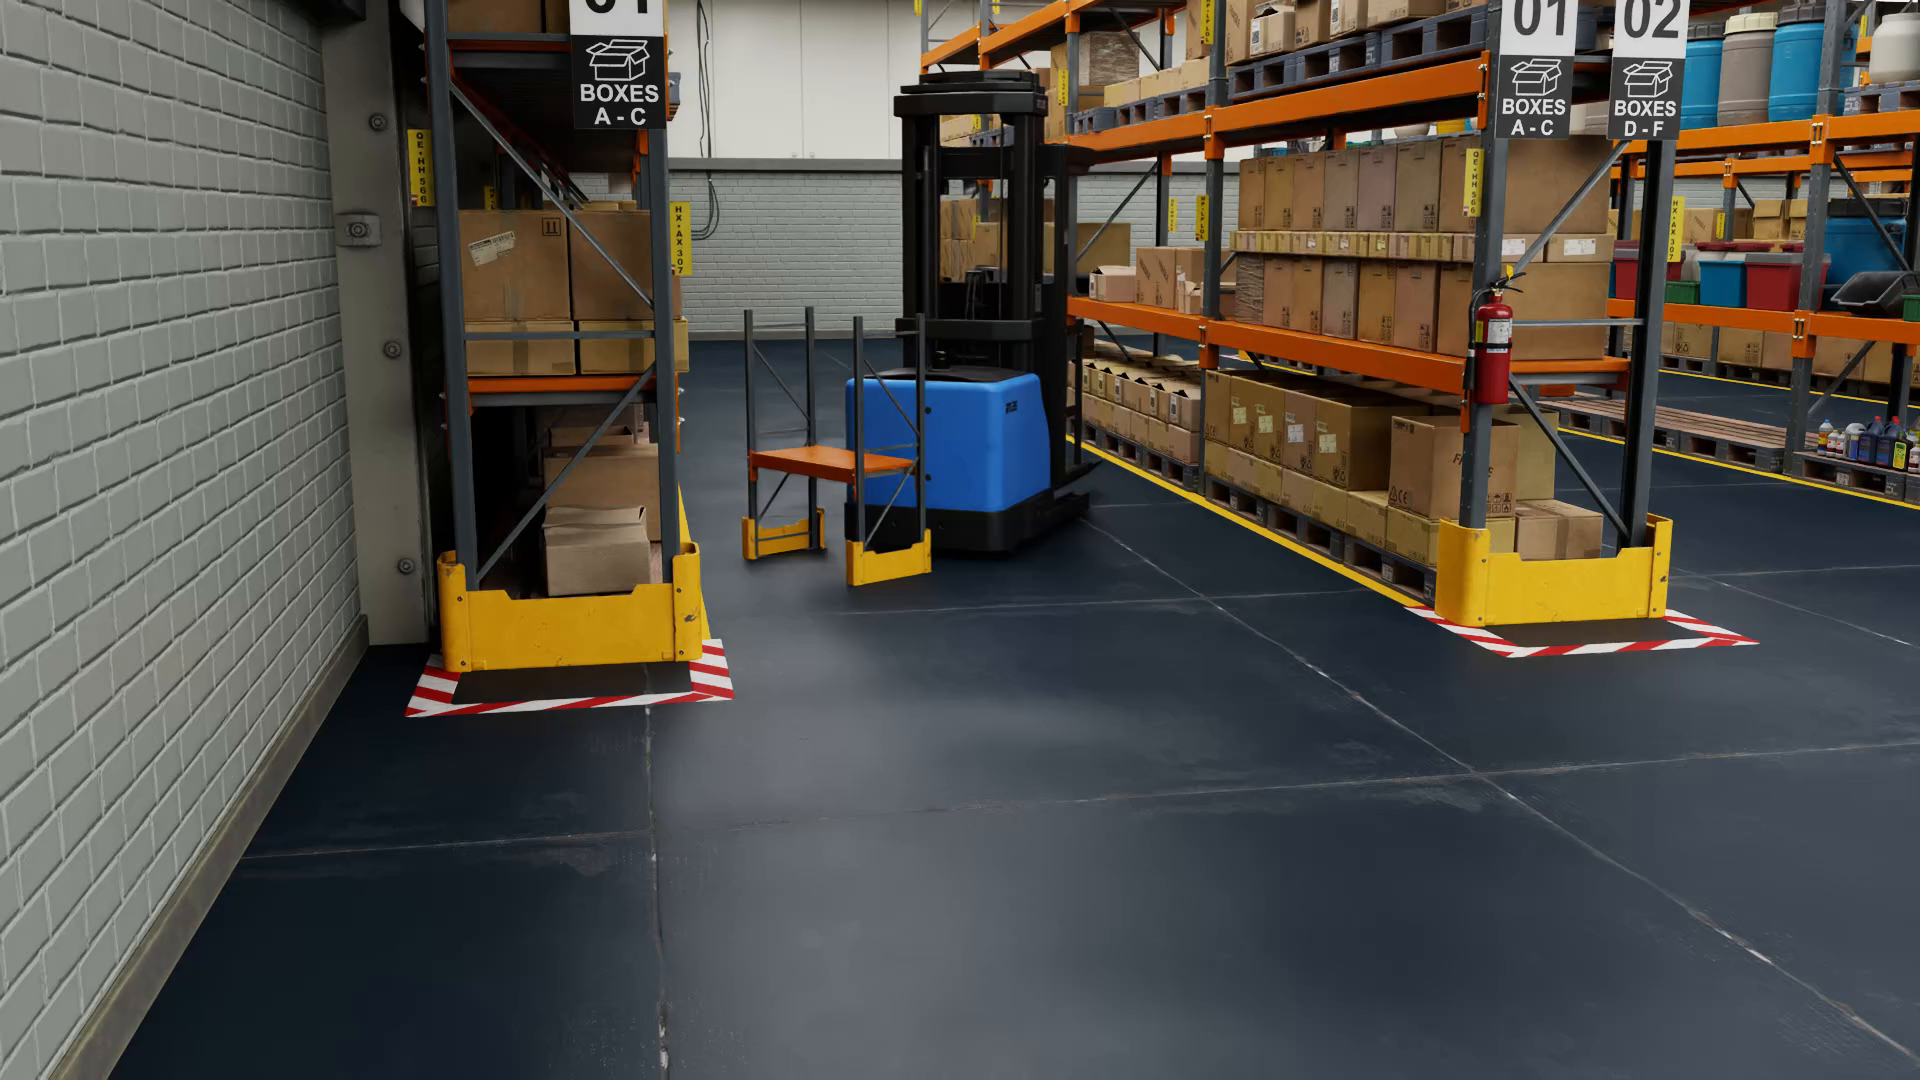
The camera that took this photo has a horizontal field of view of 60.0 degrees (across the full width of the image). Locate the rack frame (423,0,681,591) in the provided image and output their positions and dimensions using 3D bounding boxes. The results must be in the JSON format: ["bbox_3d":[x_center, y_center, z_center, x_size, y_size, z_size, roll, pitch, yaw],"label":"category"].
[{"bbox_3d":[-1.792,-0.910,7.455,1.000,3.000,0.127,-2,11,-11],"label":"rack frame"}]

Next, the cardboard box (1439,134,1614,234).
[{"bbox_3d":[2.978,-1.873,8.778,0.700,0.500,0.500,-2,11,-11],"label":"cardboard box"}]

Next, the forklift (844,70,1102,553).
[{"bbox_3d":[0.261,-1.593,11.225,1.130,2.935,3.031,4,11,19],"label":"forklift"}]

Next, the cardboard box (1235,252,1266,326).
[{"bbox_3d":[2.381,-1.792,11.824,0.700,0.500,0.500,-2,11,-12],"label":"cardboard box"}]

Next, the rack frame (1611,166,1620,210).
[{"bbox_3d":[9.672,-4.385,25.712,1.000,3.000,0.127,-2,11,-11],"label":"rack frame"}]

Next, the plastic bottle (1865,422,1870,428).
[{"bbox_3d":[6.974,-0.757,12.739,0.061,0.283,0.133,-2,11,-11],"label":"plastic bottle"}]

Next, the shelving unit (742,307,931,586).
[{"bbox_3d":[-0.745,-0.588,9.772,0.587,1.500,1.083,-10,15,-42],"label":"shelving unit"}]

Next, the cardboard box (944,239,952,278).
[{"bbox_3d":[0.078,-3.705,21.873,0.500,0.500,0.500,-2,11,-10],"label":"cardboard box"}]

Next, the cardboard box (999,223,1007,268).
[{"bbox_3d":[0.801,-3.328,18.770,0.700,0.500,0.500,0,11,-2],"label":"cardboard box"}]

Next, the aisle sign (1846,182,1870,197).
[{"bbox_3d":[14.249,-5.826,26.332,0.394,0.787,0.004,-2,11,-11],"label":"aisle sign"}]

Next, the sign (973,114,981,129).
[{"bbox_3d":[0.202,-4.998,19.529,0.100,0.325,0.005,-2,11,-11],"label":"sign"}]

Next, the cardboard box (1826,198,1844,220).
[{"bbox_3d":[10.841,-3.837,19.881,0.797,0.503,0.637,-2,11,-9],"label":"cardboard box"}]

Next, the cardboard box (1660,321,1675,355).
[{"bbox_3d":[10.226,-3.103,23.536,0.875,0.875,0.875,-2,11,-11],"label":"cardboard box"}]

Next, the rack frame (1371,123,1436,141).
[{"bbox_3d":[5.592,-6.418,20.350,1.000,3.000,0.127,-2,11,-11],"label":"rack frame"}]

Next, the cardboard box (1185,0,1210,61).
[{"bbox_3d":[2.074,-4.017,13.030,0.500,0.500,0.500,-1,11,-6],"label":"cardboard box"}]

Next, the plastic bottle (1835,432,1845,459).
[{"bbox_3d":[6.820,-0.734,12.836,0.097,0.201,0.097,0,11,0],"label":"plastic bottle"}]

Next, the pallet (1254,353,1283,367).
[{"bbox_3d":[4.936,-2.682,24.224,1.003,0.211,1.213,-2,11,-11],"label":"pallet"}]

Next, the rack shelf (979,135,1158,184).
[{"bbox_3d":[1.122,-4.045,17.828,1.077,0.370,4.000,-2,11,-11],"label":"rack shelf"}]

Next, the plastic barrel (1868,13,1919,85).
[{"bbox_3d":[7.039,-3.653,12.420,0.421,0.512,0.421,0,11,0],"label":"plastic barrel"}]

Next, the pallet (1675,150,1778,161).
[{"bbox_3d":[10.302,-5.232,22.376,1.003,0.211,1.213,-2,11,-11],"label":"pallet"}]

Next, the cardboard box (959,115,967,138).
[{"bbox_3d":[0.278,-5.108,20.554,0.500,0.250,0.500,-2,11,-11],"label":"cardboard box"}]

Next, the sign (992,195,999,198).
[{"bbox_3d":[0.503,-4.766,23.772,0.100,0.325,0.005,-2,11,-11],"label":"sign"}]

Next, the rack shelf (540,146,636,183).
[{"bbox_3d":[-3.737,-3.864,16.878,1.077,0.370,4.000,-2,11,-11],"label":"rack shelf"}]

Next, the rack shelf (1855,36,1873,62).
[{"bbox_3d":[10.839,-5.682,19.474,1.077,0.370,4.000,-2,11,-11],"label":"rack shelf"}]

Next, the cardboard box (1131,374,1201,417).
[{"bbox_3d":[1.726,-1.206,13.742,0.500,0.311,0.500,-2,11,-11],"label":"cardboard box"}]

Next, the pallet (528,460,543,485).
[{"bbox_3d":[-2.723,-0.417,12.320,1.003,0.211,1.213,-2,11,-11],"label":"pallet"}]

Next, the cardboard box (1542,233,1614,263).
[{"bbox_3d":[3.201,-1.538,8.755,0.380,0.149,0.250,-2,11,-11],"label":"cardboard box"}]

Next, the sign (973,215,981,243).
[{"bbox_3d":[0.202,-3.696,19.777,0.100,0.325,0.005,-2,11,-11],"label":"sign"}]

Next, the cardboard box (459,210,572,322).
[{"bbox_3d":[-2.092,-1.293,7.811,0.500,0.500,0.500,-2,11,-12],"label":"cardboard box"}]

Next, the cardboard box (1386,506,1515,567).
[{"bbox_3d":[2.672,-0.034,9.083,0.500,0.250,0.500,-2,11,-11],"label":"cardboard box"}]

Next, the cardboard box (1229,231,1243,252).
[{"bbox_3d":[2.151,-2.136,11.894,0.380,0.149,0.250,-2,11,-11],"label":"cardboard box"}]

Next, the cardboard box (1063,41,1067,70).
[{"bbox_3d":[1.333,-4.746,16.644,0.500,0.500,0.500,-2,11,-11],"label":"cardboard box"}]

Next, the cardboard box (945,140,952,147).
[{"bbox_3d":[0.092,-5.046,21.567,0.500,0.250,0.500,-2,11,-11],"label":"cardboard box"}]

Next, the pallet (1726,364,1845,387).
[{"bbox_3d":[10.674,-2.143,21.389,1.003,0.211,1.213,-2,11,-11],"label":"pallet"}]

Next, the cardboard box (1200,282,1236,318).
[{"bbox_3d":[2.150,-1.839,12.740,0.500,0.250,0.500,-1,11,-7],"label":"cardboard box"}]

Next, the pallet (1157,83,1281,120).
[{"bbox_3d":[2.104,-3.365,12.845,0.805,0.209,1.217,-3,11,-13],"label":"pallet"}]

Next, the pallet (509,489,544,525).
[{"bbox_3d":[-2.405,-0.152,10.930,1.003,0.211,1.213,-2,11,-11],"label":"pallet"}]

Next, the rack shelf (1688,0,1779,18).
[{"bbox_3d":[6.759,-4.768,14.673,1.077,0.370,4.000,-2,11,-11],"label":"rack shelf"}]

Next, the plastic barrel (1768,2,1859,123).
[{"bbox_3d":[6.836,-3.809,13.324,0.600,0.901,0.708,-2,11,-11],"label":"plastic barrel"}]

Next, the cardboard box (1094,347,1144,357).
[{"bbox_3d":[1.595,-1.736,17.303,0.500,0.500,0.500,-3,11,-13],"label":"cardboard box"}]

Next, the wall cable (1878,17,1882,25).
[{"bbox_3d":[18.011,-8.725,32.472,0.463,3.000,0.029,-2,11,-11],"label":"wall cable"}]

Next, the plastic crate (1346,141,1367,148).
[{"bbox_3d":[5.102,-5.018,21.463,0.416,0.233,0.300,-2,11,-11],"label":"plastic crate"}]

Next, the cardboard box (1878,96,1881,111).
[{"bbox_3d":[10.785,-4.911,19.063,0.500,0.500,0.500,-2,11,-8],"label":"cardboard box"}]

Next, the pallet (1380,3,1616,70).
[{"bbox_3d":[2.954,-2.652,8.819,1.003,0.211,1.213,-2,11,-11],"label":"pallet"}]

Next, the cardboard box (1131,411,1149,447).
[{"bbox_3d":[1.727,-0.932,13.802,0.500,0.250,0.500,-2,11,-10],"label":"cardboard box"}]

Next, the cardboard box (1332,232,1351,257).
[{"bbox_3d":[2.502,-1.806,10.161,0.380,0.149,0.250,-2,11,-12],"label":"cardboard box"}]

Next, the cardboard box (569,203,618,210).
[{"bbox_3d":[-3.174,-2.840,14.419,0.380,0.149,0.250,-4,12,-21],"label":"cardboard box"}]

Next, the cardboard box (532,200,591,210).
[{"bbox_3d":[-3.690,-3.024,15.442,0.500,0.250,0.500,-2,11,-9],"label":"cardboard box"}]

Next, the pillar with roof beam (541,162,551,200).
[{"bbox_3d":[-2.055,-7.412,25.571,9.100,9.000,0.400,-2,11,-11],"label":"pillar with roof beam"}]

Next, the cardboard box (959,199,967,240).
[{"bbox_3d":[0.278,-4.009,20.797,0.500,0.500,0.500,-2,11,-12],"label":"cardboard box"}]

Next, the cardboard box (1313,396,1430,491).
[{"bbox_3d":[2.461,-0.585,9.974,0.500,0.500,0.500,-2,11,-11],"label":"cardboard box"}]

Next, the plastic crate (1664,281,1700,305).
[{"bbox_3d":[6.532,-2.209,14.847,0.450,0.188,0.662,-2,11,-11],"label":"plastic crate"}]

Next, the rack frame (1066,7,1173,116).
[{"bbox_3d":[1.511,-5.505,15.553,1.000,3.000,0.127,-2,11,-11],"label":"rack frame"}]
